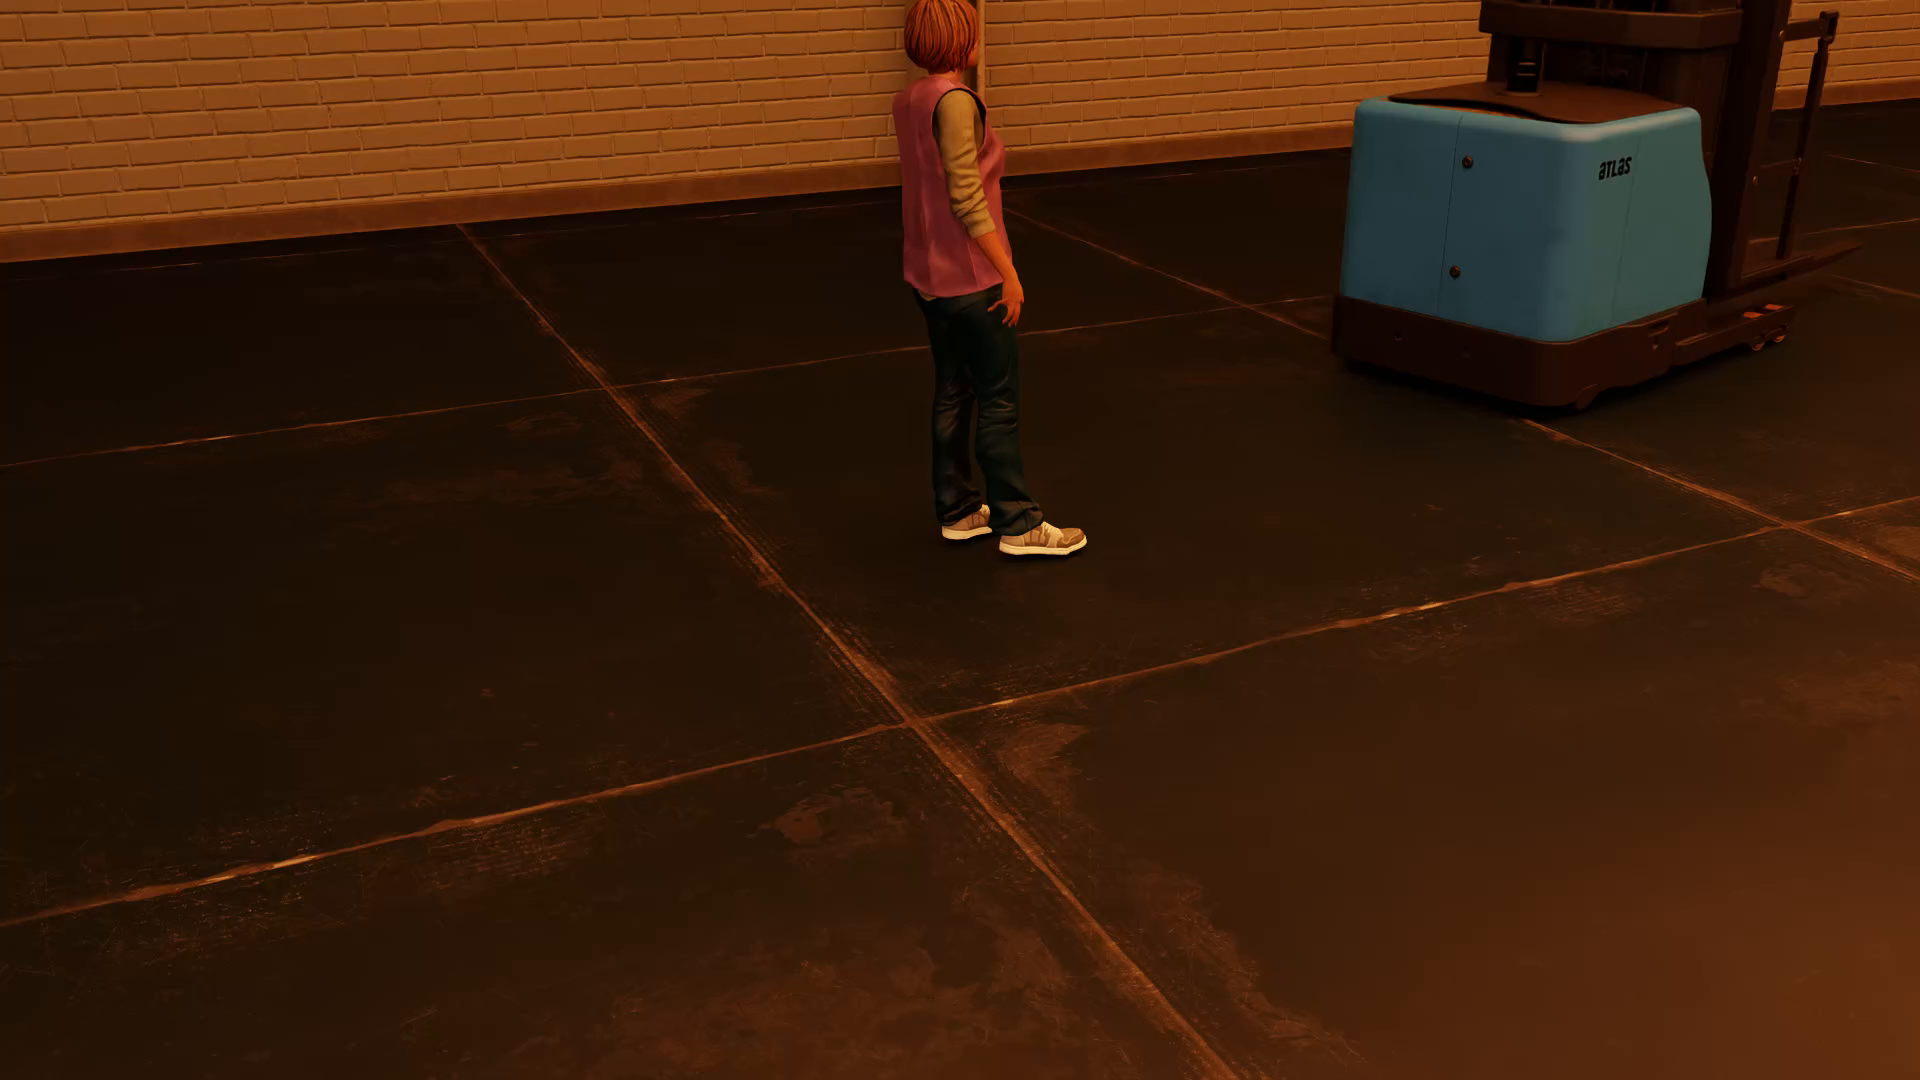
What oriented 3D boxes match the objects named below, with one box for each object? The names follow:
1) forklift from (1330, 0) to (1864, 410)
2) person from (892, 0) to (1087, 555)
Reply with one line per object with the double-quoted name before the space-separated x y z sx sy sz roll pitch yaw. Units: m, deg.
"forklift" 2.956 -2.288 6.793 3.031 2.935 1.130 -18 29 -37
"person" 0.074 -0.750 4.815 0.473 1.595 0.520 -10 25 -23
